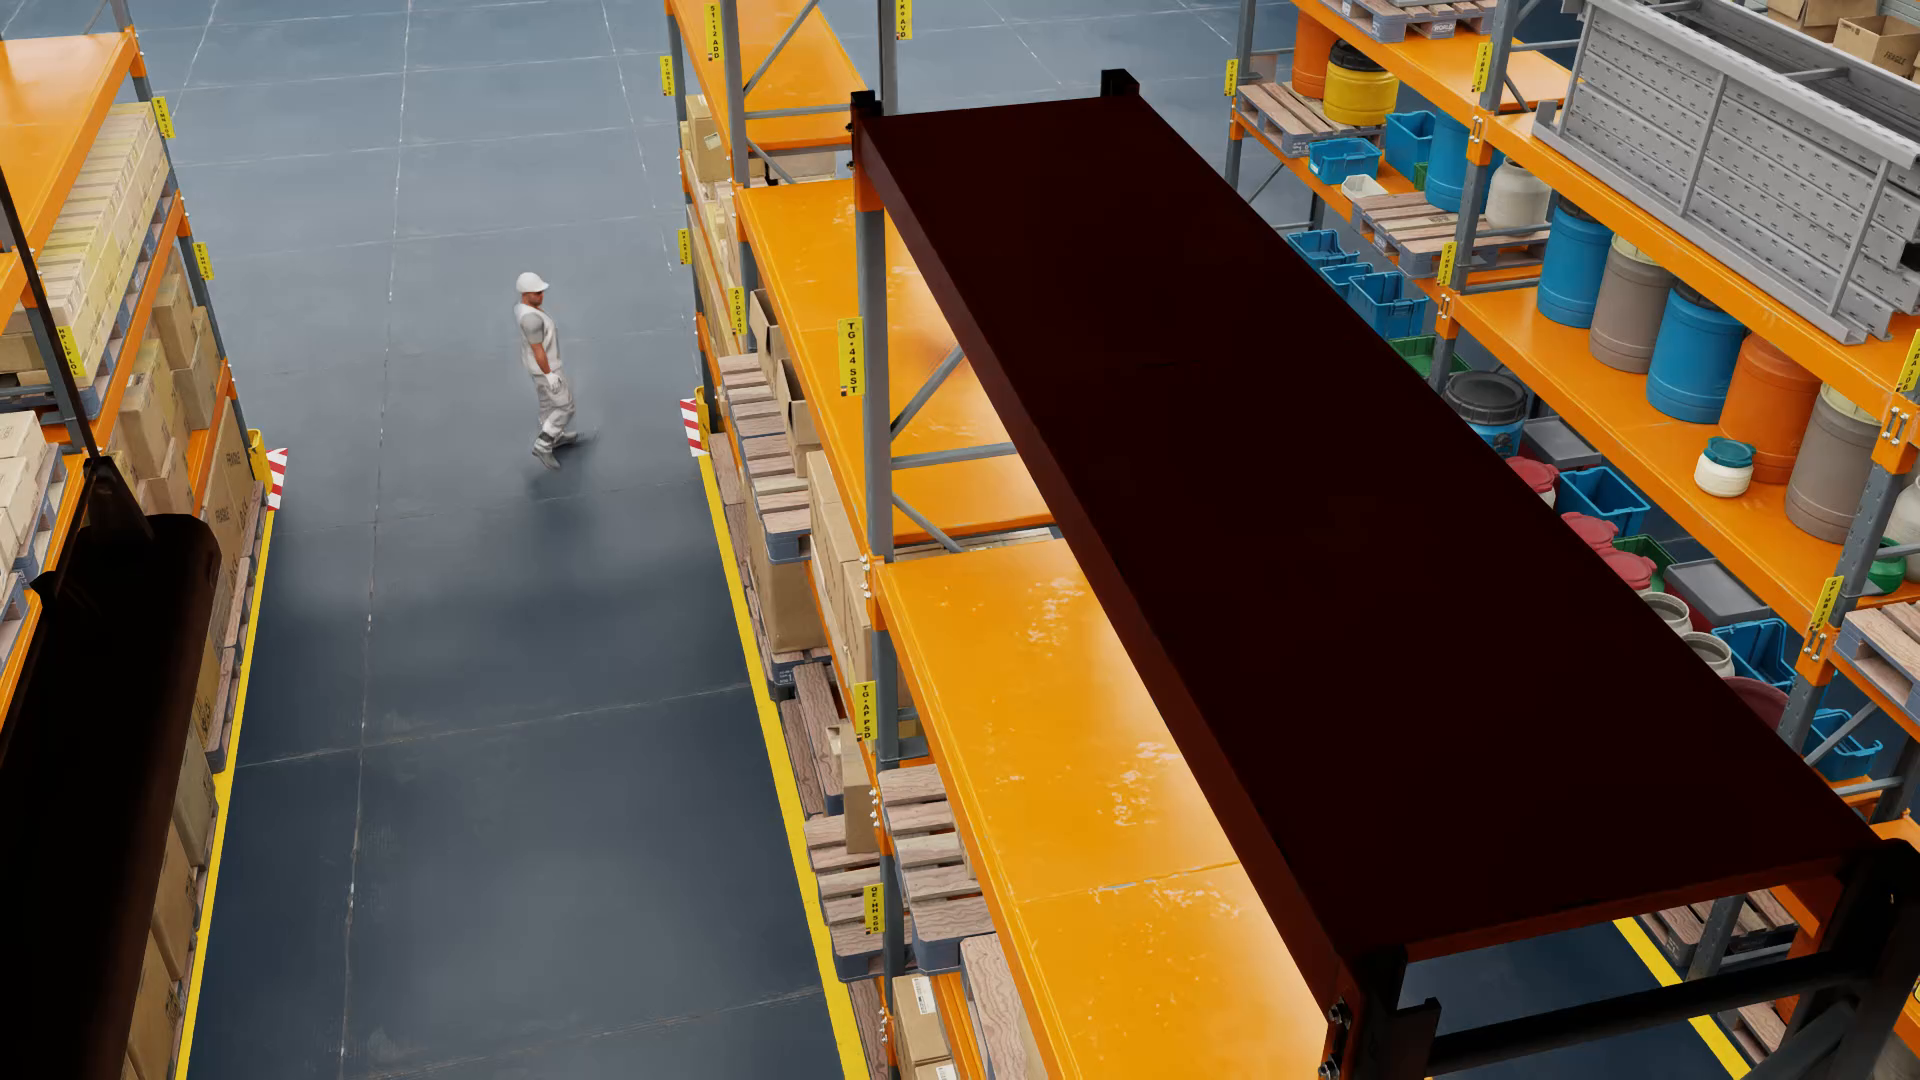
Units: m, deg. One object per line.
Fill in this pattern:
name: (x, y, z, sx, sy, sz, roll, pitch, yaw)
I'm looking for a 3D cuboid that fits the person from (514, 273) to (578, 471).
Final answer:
person: (-3.682, -1.522, 14.719, 0.518, 1.788, 0.622, -17, 38, -24)
